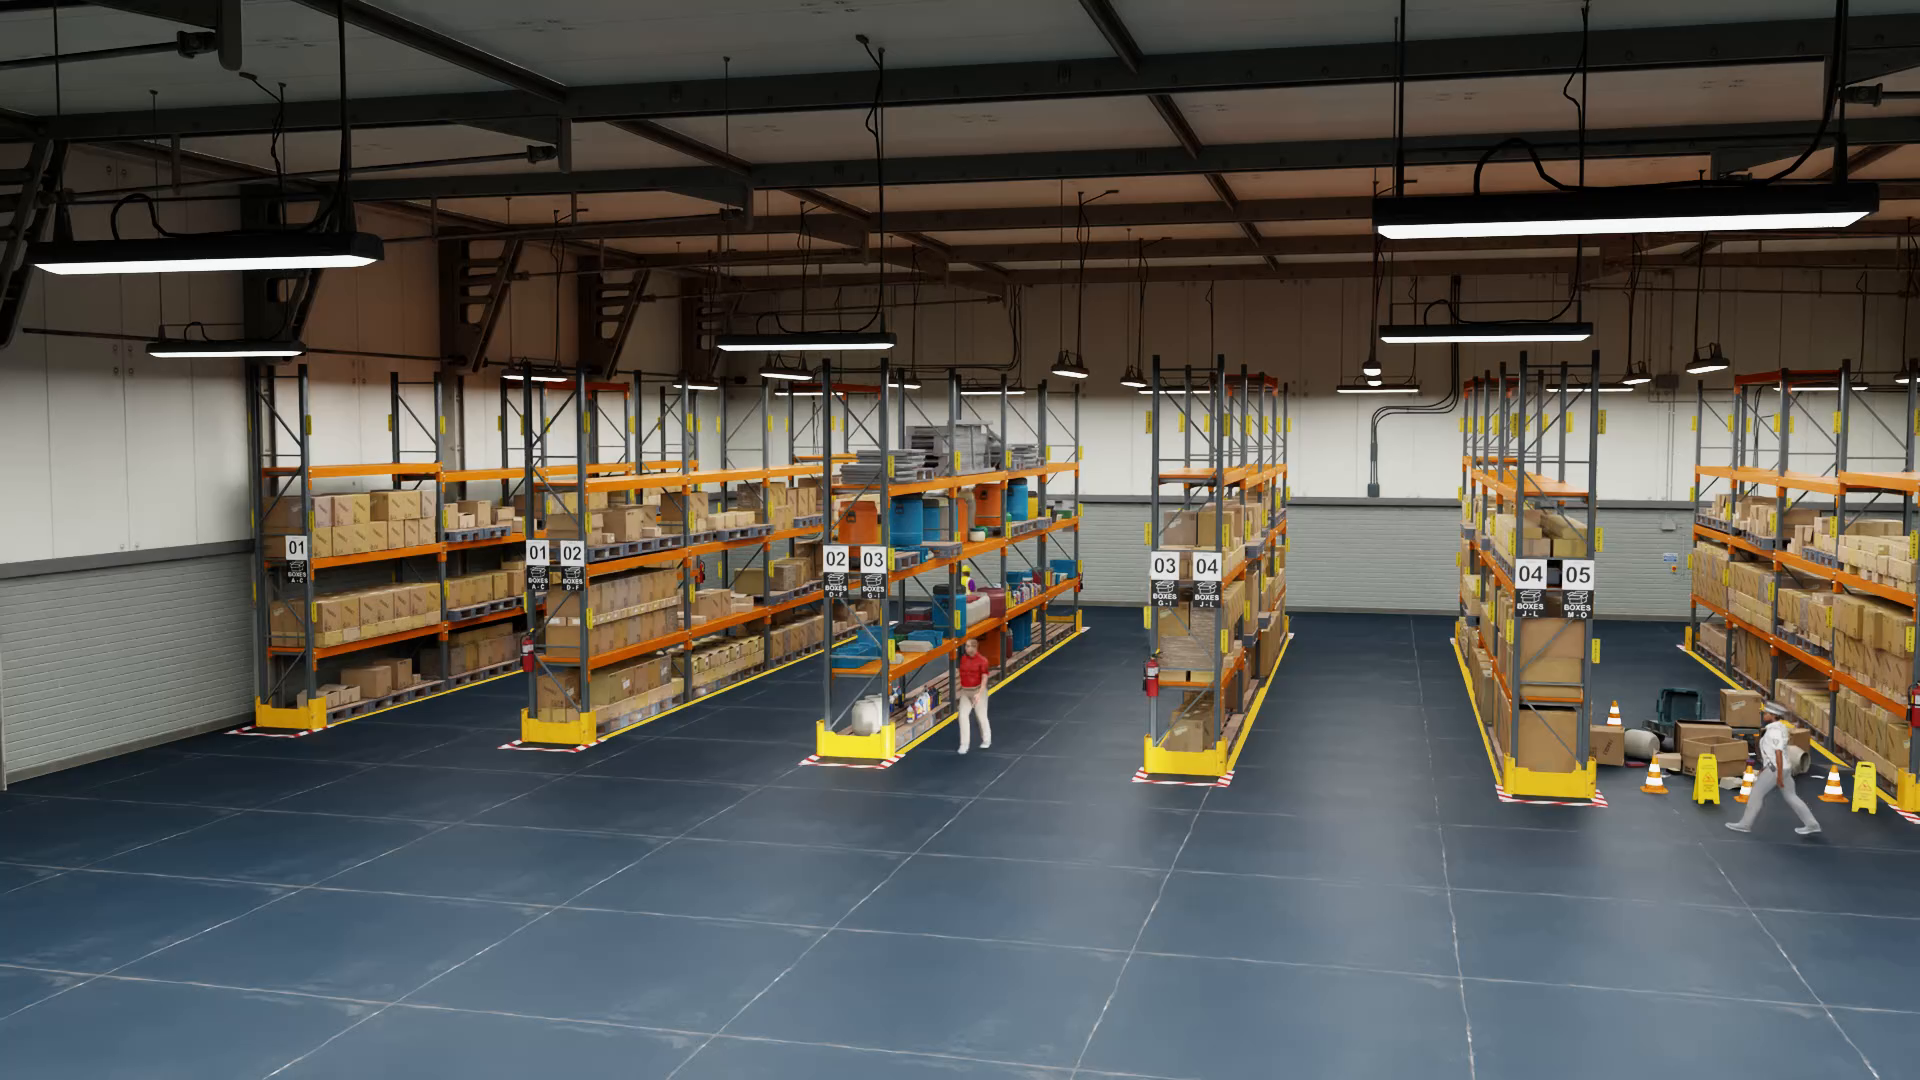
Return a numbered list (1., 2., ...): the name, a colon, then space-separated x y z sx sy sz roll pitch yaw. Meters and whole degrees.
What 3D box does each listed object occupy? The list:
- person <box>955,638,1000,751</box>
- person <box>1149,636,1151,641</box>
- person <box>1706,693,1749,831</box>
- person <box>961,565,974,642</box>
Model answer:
1. person: 0.242 2.382 25.624 0.655 1.728 0.574 -1 4 -13
2. person: 4.542 1.498 38.047 0.381 1.817 0.587 1 4 17
3. person: 9.464 2.769 20.487 0.517 1.733 0.452 2 5 30
4. person: 0.191 1.474 38.565 0.419 1.802 0.611 -1 4 -9
